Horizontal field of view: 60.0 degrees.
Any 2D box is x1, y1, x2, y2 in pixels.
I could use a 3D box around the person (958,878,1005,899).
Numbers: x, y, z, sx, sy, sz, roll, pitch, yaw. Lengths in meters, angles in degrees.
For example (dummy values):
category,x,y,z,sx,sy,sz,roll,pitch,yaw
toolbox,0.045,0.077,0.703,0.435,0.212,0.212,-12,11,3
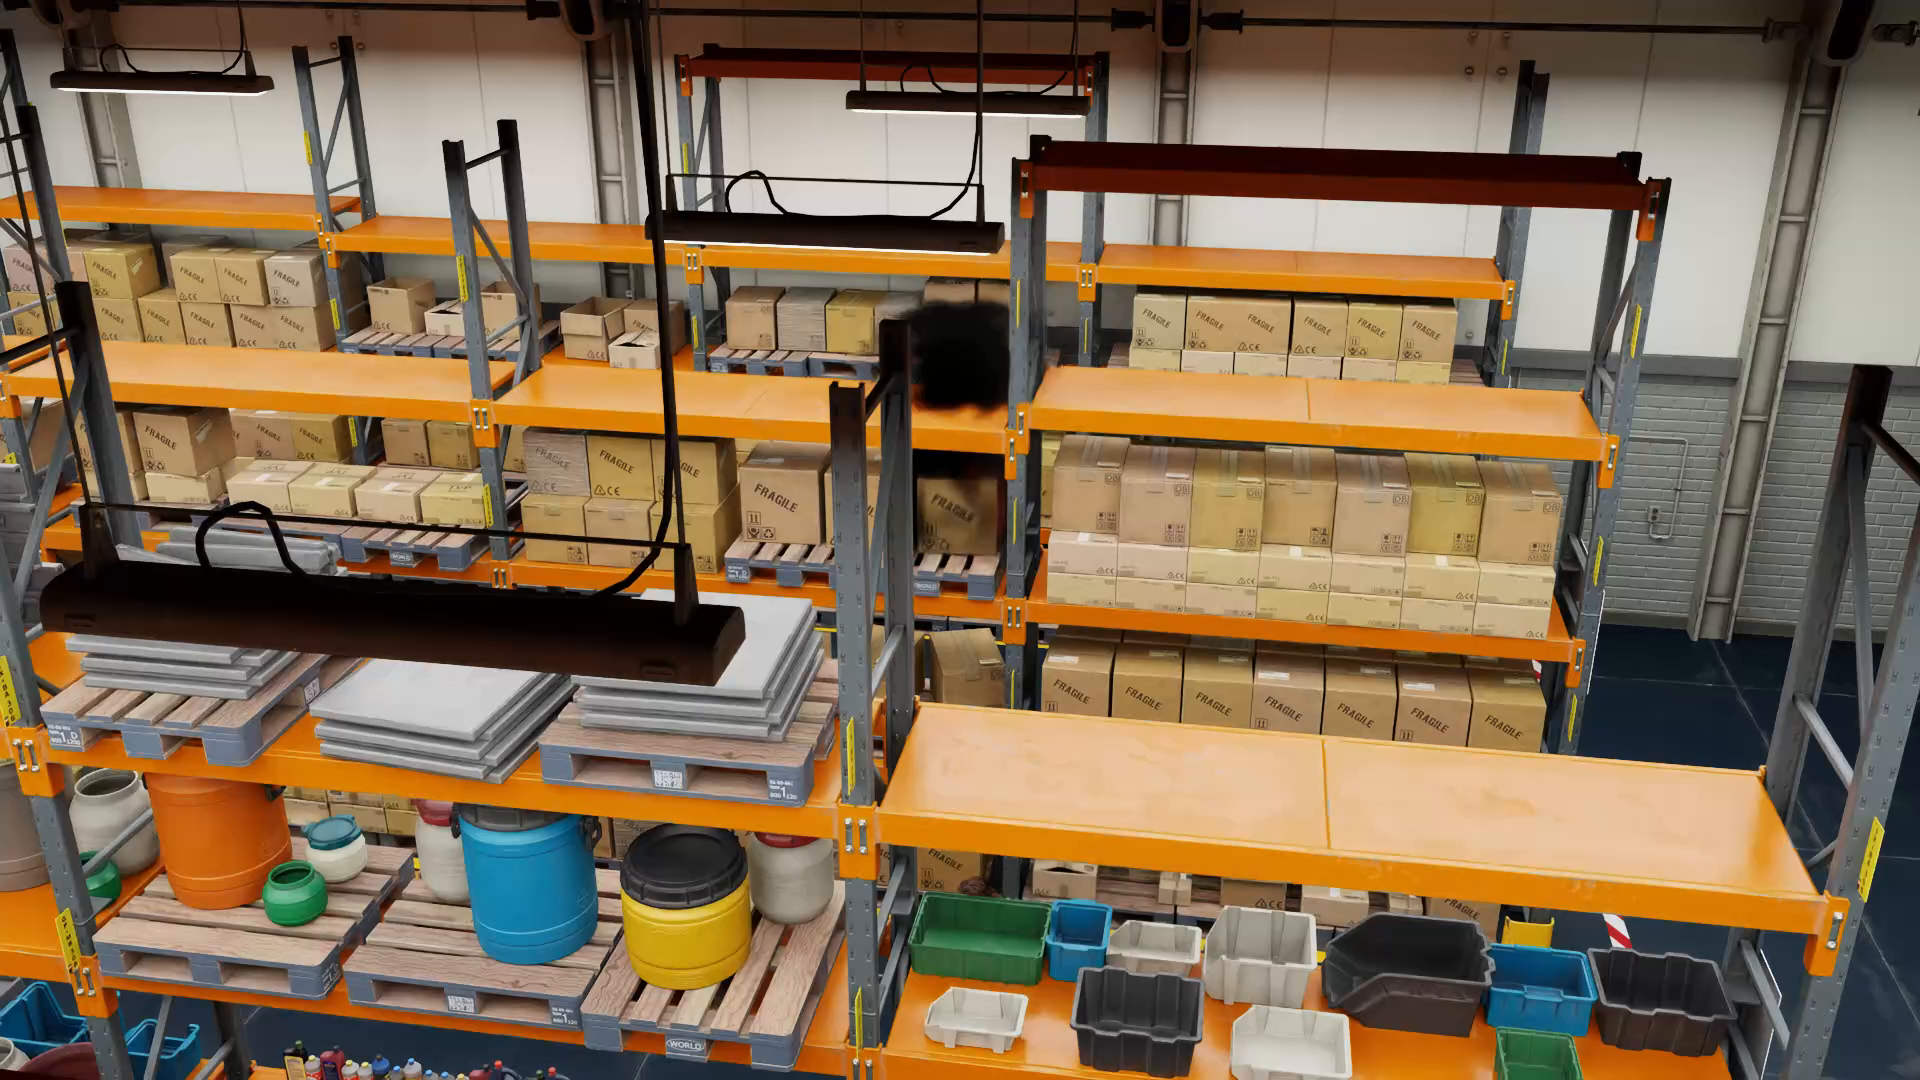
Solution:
category,x,y,z,sx,sy,sz,roll,pitch,yaw
person,0.516,2.940,11.637,1.088,1.445,0.563,-7,24,-15
